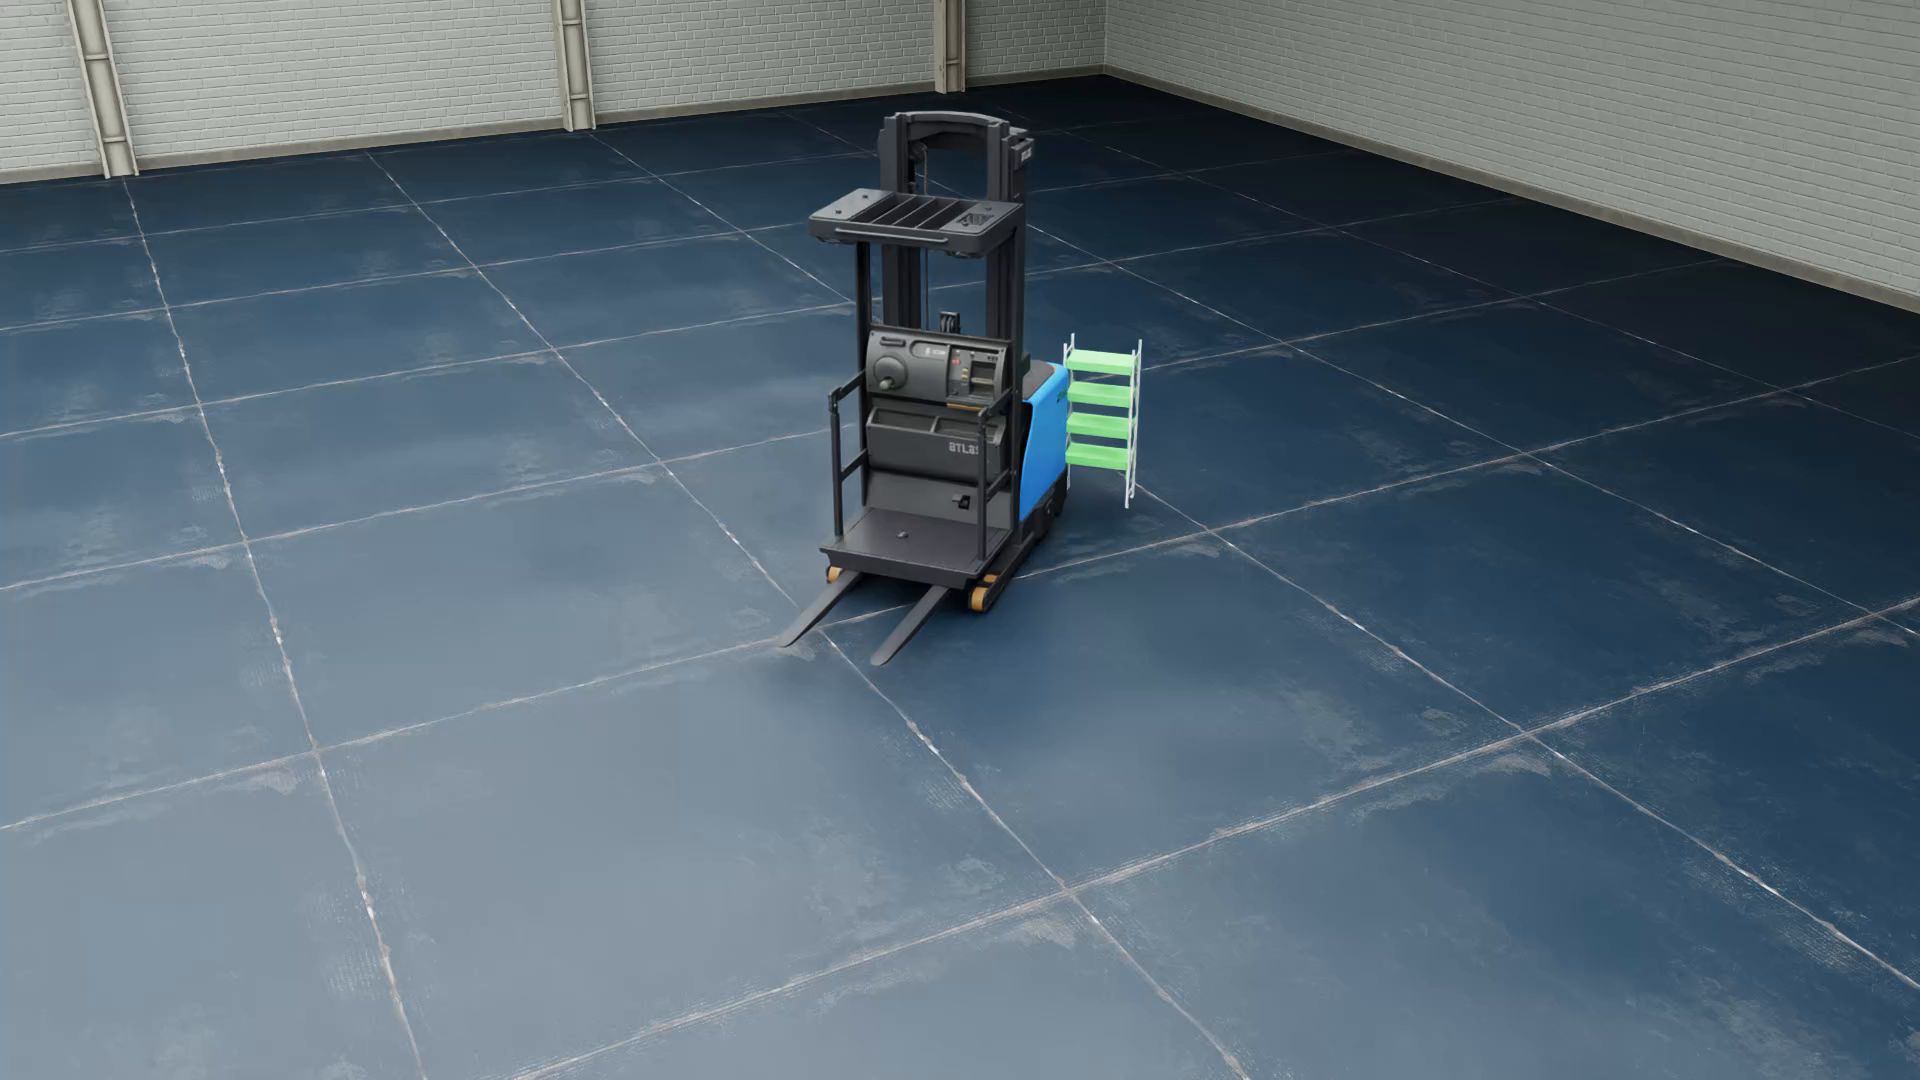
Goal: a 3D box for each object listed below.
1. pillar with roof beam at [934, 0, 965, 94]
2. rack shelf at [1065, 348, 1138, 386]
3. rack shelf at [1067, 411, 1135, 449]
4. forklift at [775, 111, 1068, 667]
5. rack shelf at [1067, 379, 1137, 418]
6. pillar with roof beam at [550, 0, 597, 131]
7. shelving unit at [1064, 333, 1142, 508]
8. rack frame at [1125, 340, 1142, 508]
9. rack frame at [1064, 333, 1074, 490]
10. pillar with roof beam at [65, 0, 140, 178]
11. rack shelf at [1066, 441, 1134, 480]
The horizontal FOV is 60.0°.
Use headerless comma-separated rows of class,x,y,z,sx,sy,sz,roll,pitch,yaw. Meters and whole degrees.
pillar with roof beam,1.865,-9.548,21.042,0.400,9.000,9.100,-13,29,-25
rack shelf,1.005,-1.227,11.760,0.480,0.148,0.258,8,27,16
rack shelf,1.005,-0.795,11.968,0.480,0.148,0.258,8,27,16
forklift,-0.230,-1.062,10.378,1.130,2.935,3.031,9,27,19
rack shelf,1.005,-1.011,11.864,0.480,0.148,0.258,8,27,16
pillar with roof beam,-3.429,-8.326,18.496,0.400,9.000,9.100,-13,29,-25
shelving unit,1.005,-0.852,11.940,0.503,1.200,0.258,8,27,16
rack frame,1.238,-0.821,11.875,0.015,1.200,0.240,8,27,16
rack frame,0.772,-0.884,12.006,0.015,1.200,0.240,8,27,16
pillar with roof beam,-8.724,-7.104,15.951,0.400,9.000,9.100,-13,29,-25
rack shelf,1.005,-0.578,12.072,0.480,0.148,0.258,8,27,16
